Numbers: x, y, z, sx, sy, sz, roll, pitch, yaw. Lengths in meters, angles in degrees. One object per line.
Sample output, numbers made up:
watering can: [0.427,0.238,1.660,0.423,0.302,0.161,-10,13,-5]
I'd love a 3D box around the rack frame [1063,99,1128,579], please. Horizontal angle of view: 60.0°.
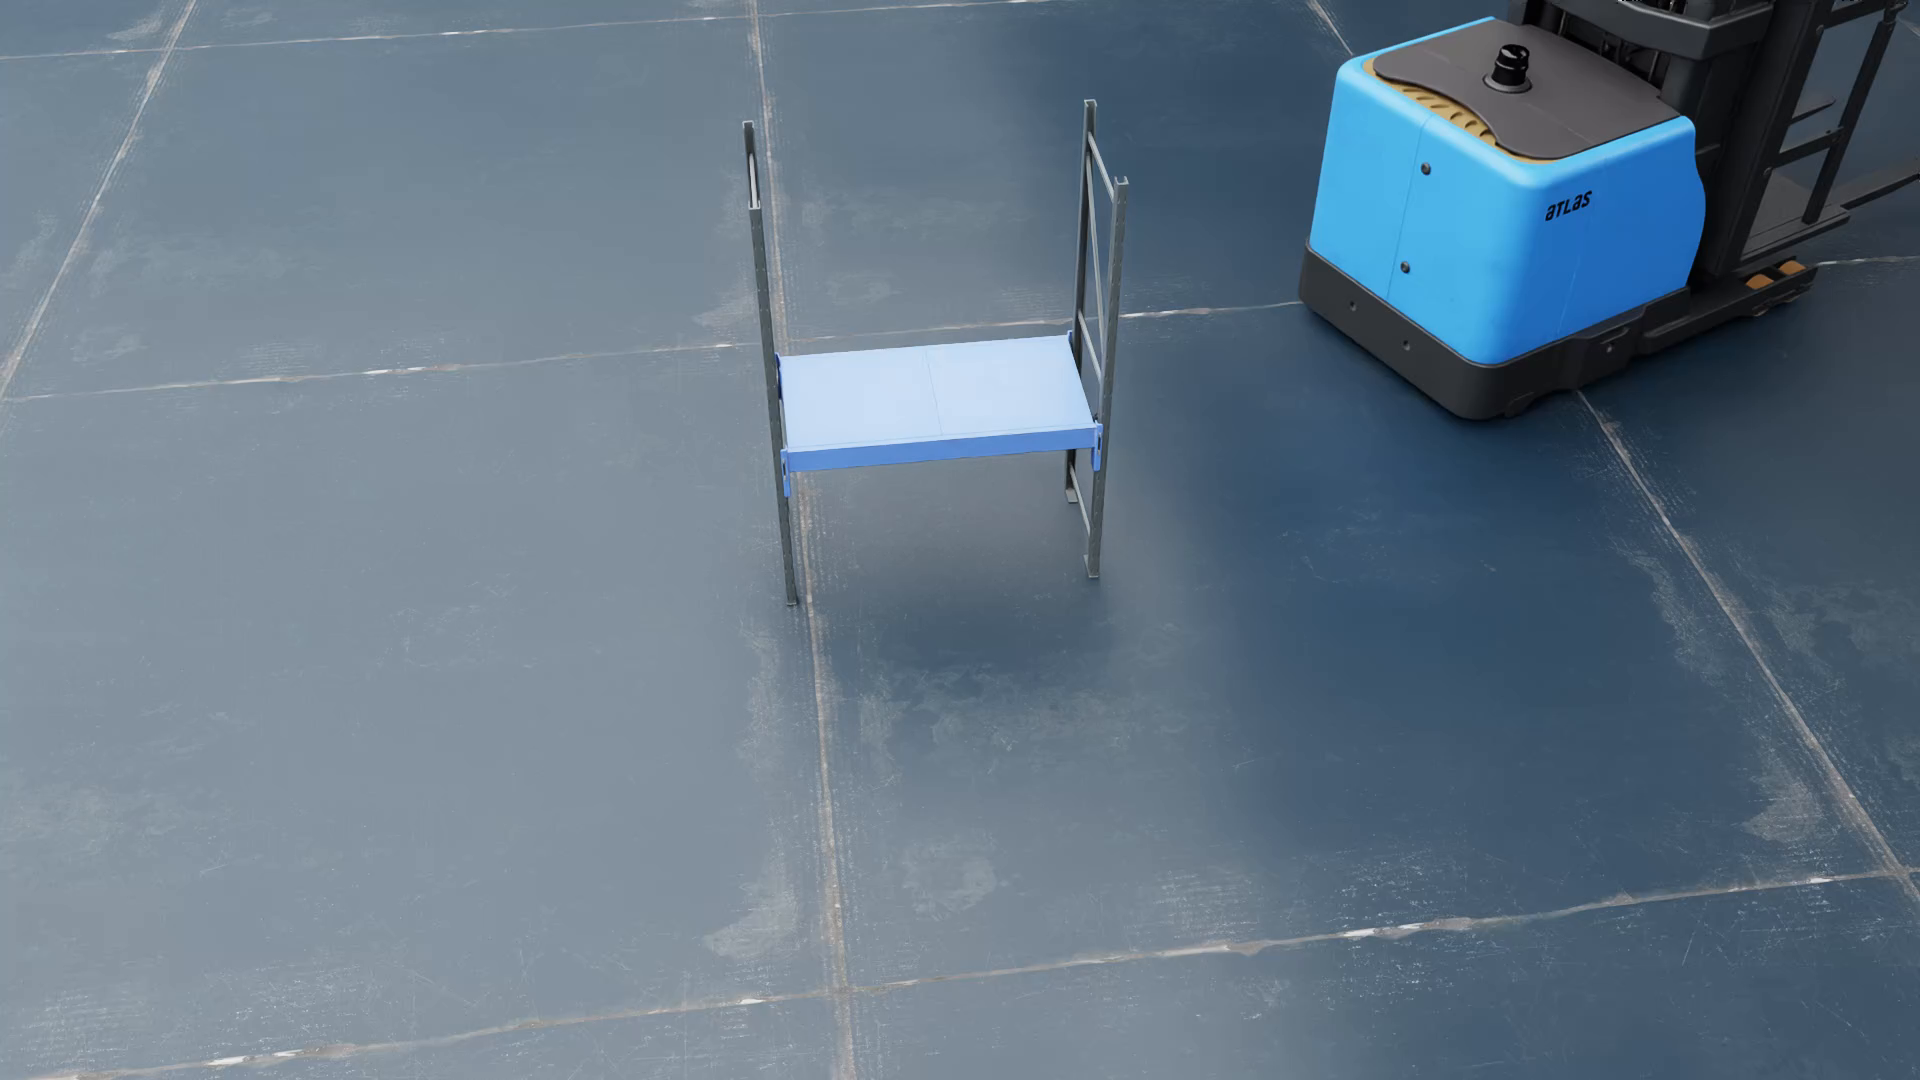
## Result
rack frame: [0.419,-0.594,5.288,0.032,1.500,0.500,-5,42,-6]

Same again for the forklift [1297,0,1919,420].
forklift: [2.896,-2.277,6.086,3.031,2.935,1.130,-22,47,-23]

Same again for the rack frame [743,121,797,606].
rack frame: [-0.589,-0.505,5.190,0.032,1.500,0.500,-5,42,-6]

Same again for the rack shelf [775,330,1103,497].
rack shelf: [-0.085,-0.416,5.360,1.000,0.185,0.538,-5,42,-6]

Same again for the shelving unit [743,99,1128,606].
shelving unit: [-0.085,-0.549,5.239,1.048,1.500,0.538,-5,42,-6]
